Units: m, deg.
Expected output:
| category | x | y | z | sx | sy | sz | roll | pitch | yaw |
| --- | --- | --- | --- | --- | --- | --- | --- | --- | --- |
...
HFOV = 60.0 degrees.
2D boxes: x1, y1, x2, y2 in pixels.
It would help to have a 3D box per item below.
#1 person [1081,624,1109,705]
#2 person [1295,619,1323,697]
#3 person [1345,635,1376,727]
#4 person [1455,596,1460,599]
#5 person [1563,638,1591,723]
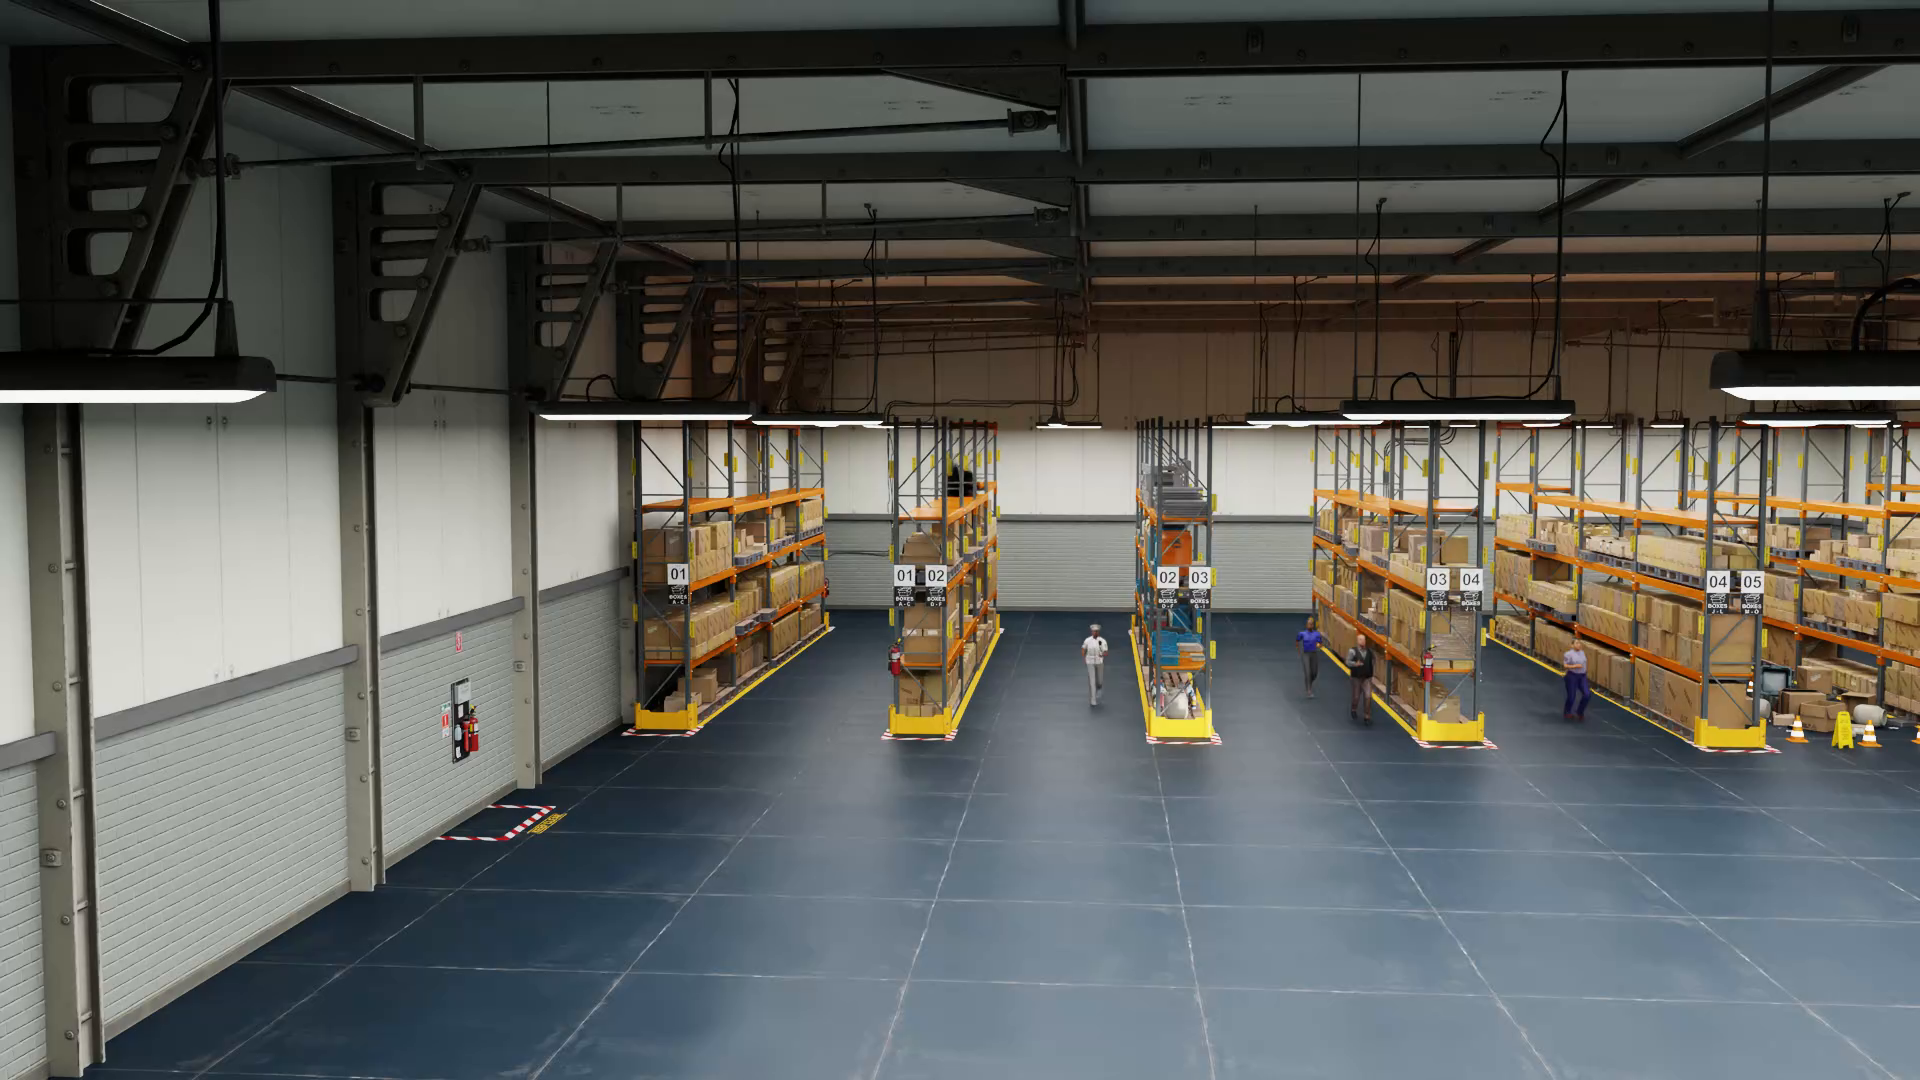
| category | x | y | z | sx | sy | sz | roll | pitch | yaw |
| --- | --- | --- | --- | --- | --- | --- | --- | --- | --- |
| person | 2.838 | 2.599 | 34.994 | 0.588 | 1.669 | 0.834 | 0 | 4 | 4 |
| person | 7.573 | 2.534 | 36.024 | 0.583 | 1.632 | 0.905 | 0 | 4 | 0 |
| person | 7.836 | 2.715 | 32.460 | 0.657 | 1.732 | 0.888 | 0 | 4 | 0 |
| person | 13.616 | 1.887 | 46.370 | 0.659 | 1.621 | 0.511 | 2 | 4 | 31 |
| person | 12.164 | 2.775 | 32.771 | 0.583 | 1.681 | 0.660 | -1 | 4 | -9 |
